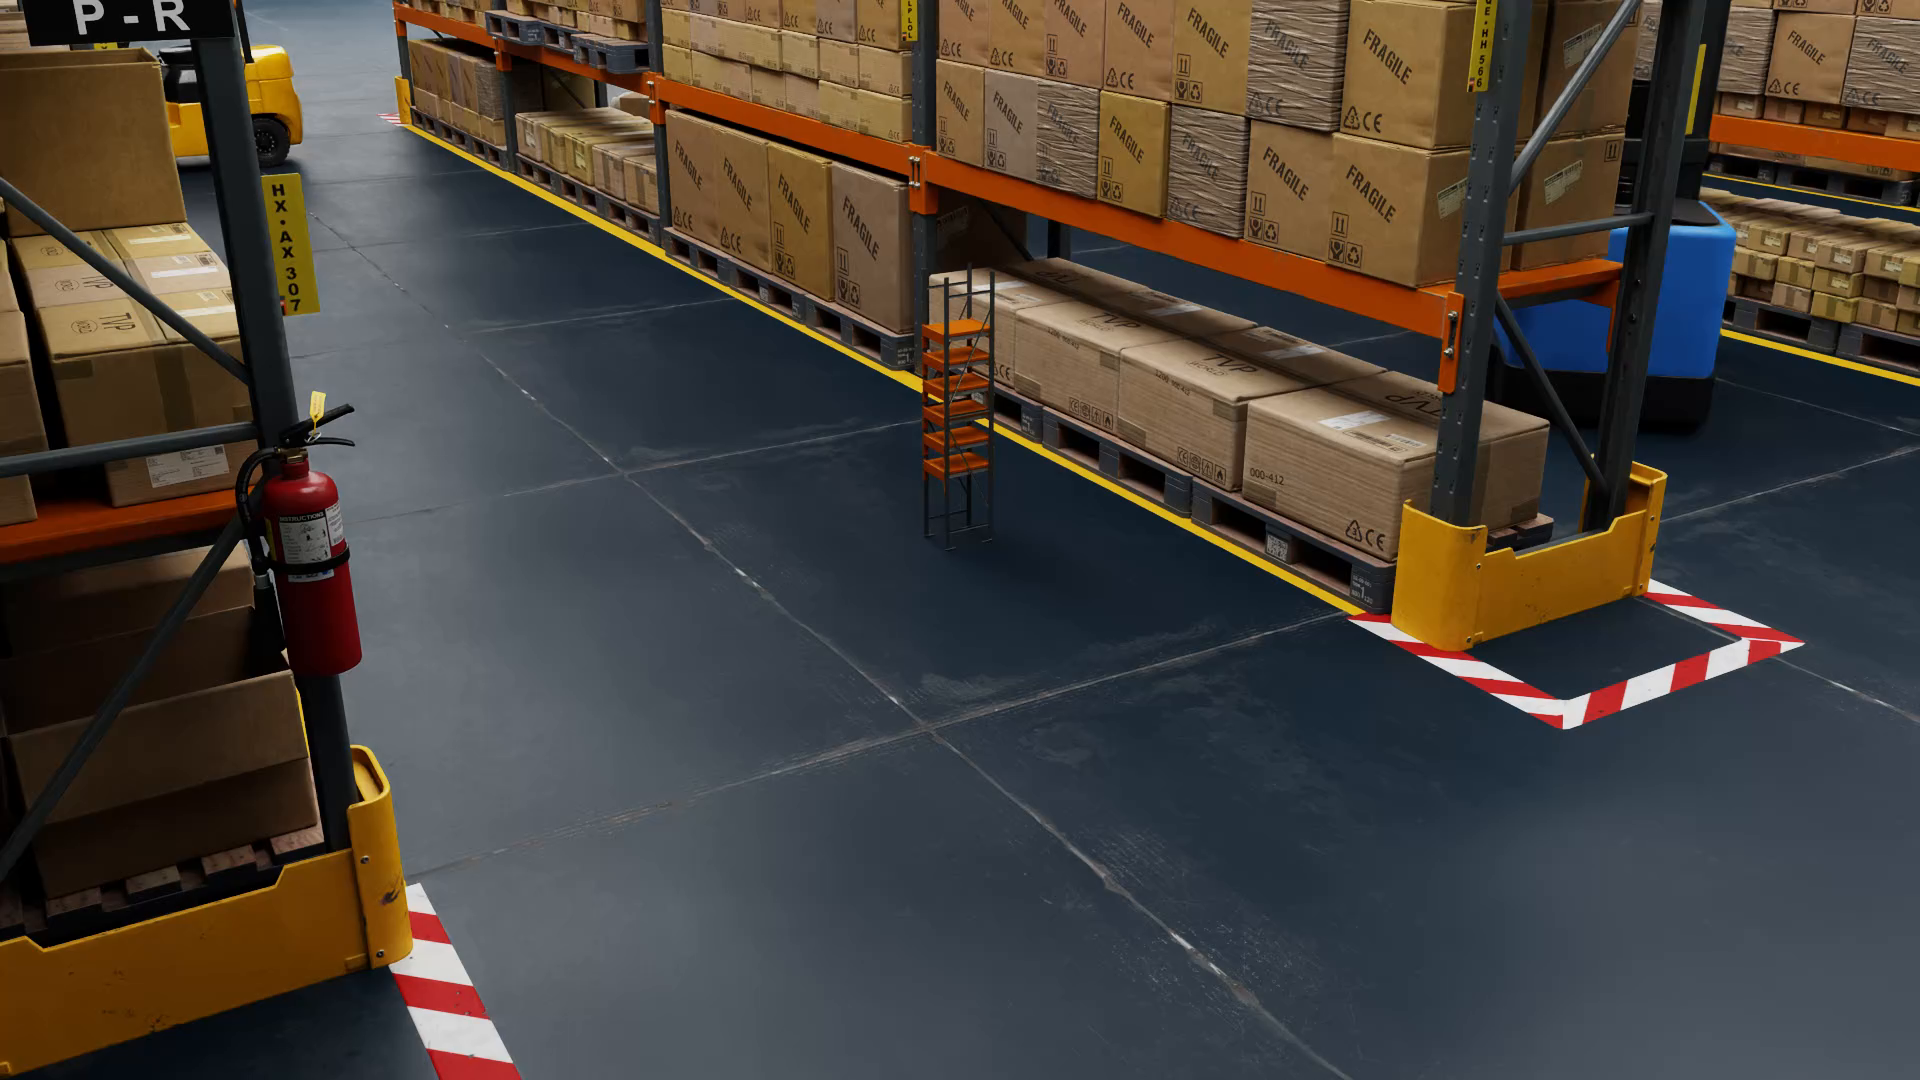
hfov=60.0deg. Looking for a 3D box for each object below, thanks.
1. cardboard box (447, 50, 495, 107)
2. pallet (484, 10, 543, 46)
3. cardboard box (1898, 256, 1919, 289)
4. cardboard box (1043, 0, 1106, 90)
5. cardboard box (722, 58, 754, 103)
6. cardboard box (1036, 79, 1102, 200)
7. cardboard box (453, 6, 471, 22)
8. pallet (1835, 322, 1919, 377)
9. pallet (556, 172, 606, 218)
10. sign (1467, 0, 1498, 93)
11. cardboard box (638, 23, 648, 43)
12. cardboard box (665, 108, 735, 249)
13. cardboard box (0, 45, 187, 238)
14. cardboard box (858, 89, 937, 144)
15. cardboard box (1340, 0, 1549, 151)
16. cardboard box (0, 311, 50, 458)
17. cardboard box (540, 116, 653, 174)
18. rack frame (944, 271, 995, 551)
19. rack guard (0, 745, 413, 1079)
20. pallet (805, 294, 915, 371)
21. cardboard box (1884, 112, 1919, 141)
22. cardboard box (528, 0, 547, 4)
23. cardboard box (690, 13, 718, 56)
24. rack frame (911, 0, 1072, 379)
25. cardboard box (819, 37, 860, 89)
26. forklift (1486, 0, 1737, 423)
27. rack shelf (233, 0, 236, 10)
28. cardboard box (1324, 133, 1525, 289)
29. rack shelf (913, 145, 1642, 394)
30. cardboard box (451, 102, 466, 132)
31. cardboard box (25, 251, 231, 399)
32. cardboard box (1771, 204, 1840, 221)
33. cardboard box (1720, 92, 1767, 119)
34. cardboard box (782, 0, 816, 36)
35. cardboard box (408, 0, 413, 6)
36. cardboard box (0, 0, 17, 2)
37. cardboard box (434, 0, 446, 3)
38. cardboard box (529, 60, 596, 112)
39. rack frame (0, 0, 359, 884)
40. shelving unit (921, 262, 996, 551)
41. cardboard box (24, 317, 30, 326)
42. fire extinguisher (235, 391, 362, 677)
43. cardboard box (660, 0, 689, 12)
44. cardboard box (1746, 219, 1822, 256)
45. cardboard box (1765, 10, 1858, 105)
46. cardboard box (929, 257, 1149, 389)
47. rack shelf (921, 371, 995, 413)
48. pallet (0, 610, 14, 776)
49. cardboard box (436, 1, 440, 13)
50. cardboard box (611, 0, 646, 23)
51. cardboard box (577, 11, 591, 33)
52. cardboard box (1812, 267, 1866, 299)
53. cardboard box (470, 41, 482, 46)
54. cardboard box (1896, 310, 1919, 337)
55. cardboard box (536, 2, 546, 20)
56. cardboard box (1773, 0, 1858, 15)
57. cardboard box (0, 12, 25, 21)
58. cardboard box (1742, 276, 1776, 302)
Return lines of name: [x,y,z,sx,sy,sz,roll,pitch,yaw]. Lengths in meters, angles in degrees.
cardboard box: [-4.947,-4.755,17.124,0.500,0.500,0.500,-11,25,-25]
pallet: [-3.625,-4.653,15.031,1.003,0.211,1.213,-13,25,-28]
cardboard box: [5.634,-1.542,9.559,0.380,0.149,0.250,-13,26,-29]
cardboard box: [0.736,-2.404,7.781,0.500,0.500,0.500,-12,25,-27]
cardboard box: [-1.273,-3.113,11.185,0.500,0.250,0.500,-12,25,-27]
cardboard box: [0.713,-1.946,7.983,0.500,0.500,0.500,-12,25,-28]
cardboard box: [-4.839,-5.275,16.639,0.380,0.149,0.250,-13,26,-29]
pallet: [6.020,-1.120,9.788,1.003,0.211,1.213,-13,25,-28]
pallet: [-2.864,-3.079,14.605,1.003,0.211,1.213,-13,25,-28]
sign: [1.766,-1.679,5.607,0.100,0.325,0.005,-13,25,-28]
cardboard box: [-2.217,-3.862,12.605,0.380,0.149,0.250,-12,25,-26]
cardboard box: [-1.566,-2.693,12.218,0.875,0.875,0.875,-13,25,-29]
cardboard box: [-2.793,-1.277,5.278,0.500,0.500,0.500,-12,25,-27]
cardboard box: [-0.250,-2.455,9.567,0.500,0.250,0.500,-13,26,-29]
cardboard box: [1.788,-1.753,6.179,0.500,0.500,0.500,-12,25,-27]
cardboard box: [-2.489,-0.343,3.976,0.500,0.250,0.500,-12,25,-27]
cardboard box: [-3.250,-3.593,15.101,0.950,0.372,0.625,-11,25,-25]
rack frame: [0.039,-0.531,7.024,0.240,1.200,0.006,-13,25,-28]
rack guard: [-2.065,0.956,4.295,1.175,0.500,0.348,-13,25,-28]
pallet: [-0.263,-1.371,10.405,1.003,0.211,1.213,-13,25,-28]
cardboard box: [5.538,-2.388,9.536,0.380,0.149,0.250,-14,26,-31]
cardboard box: [-3.401,-4.865,14.210,0.500,0.500,0.500,-13,25,-29]
cardboard box: [-1.538,-3.506,11.488,0.500,0.250,0.500,-12,25,-27]
rack frame: [0.196,-2.428,9.301,1.000,3.000,0.127,-13,25,-28]
cardboard box: [-0.500,-2.846,9.866,0.500,0.250,0.500,-12,25,-27]
forklift: [3.676,-2.489,9.542,1.130,2.935,3.031,4,23,11]
rack shelf: [-3.048,-1.881,4.927,1.077,0.370,4.000,-13,25,-28]
cardboard box: [1.765,-1.285,6.355,0.500,0.500,0.500,-12,25,-28]
rack shelf: [1.217,-1.447,7.844,1.077,0.370,4.000,-13,25,-28]
cardboard box: [-4.960,-4.414,17.281,0.500,0.250,0.500,-12,25,-27]
cardboard box: [-2.284,-0.607,4.626,0.500,0.250,0.500,-12,25,-28]
cardboard box: [5.535,-2.089,10.905,0.380,0.149,0.250,-14,26,-30]
cardboard box: [4.978,-2.725,10.365,0.380,0.149,0.250,-11,25,-26]
cardboard box: [-0.761,-3.368,10.152,0.500,0.500,0.500,-12,25,-27]
cardboard box: [-5.938,-6.046,18.537,0.380,0.149,0.250,-12,25,-28]
cardboard box: [-6.160,-3.360,10.599,0.380,0.149,0.250,-12,25,-27]
cardboard box: [-5.135,-5.795,17.057,0.500,0.500,0.500,-13,26,-29]
cardboard box: [-3.960,-4.529,16.567,0.500,0.500,0.500,-11,25,-26]
rack frame: [-2.026,-0.177,3.763,1.000,3.000,0.127,-13,25,-28]
shelving unit: [-0.007,-0.561,7.097,0.258,1.200,0.189,-13,25,-28]
cardboard box: [-3.083,-0.869,5.799,0.380,0.149,0.250,-12,25,-27]
fire extinguisher: [-1.554,-0.010,3.950,0.296,0.674,0.183,-13,25,-28]
cardboard box: [-1.806,-4.025,11.771,0.500,0.500,0.500,-14,26,-30]
cardboard box: [5.174,-1.900,10.440,0.380,0.149,0.250,-12,25,-28]
cardboard box: [5.220,-2.891,9.913,0.500,0.500,0.500,-11,25,-26]
cardboard box: [0.424,-1.212,9.153,0.875,0.438,0.875,-13,25,-29]
rack shelf: [-0.007,-0.631,7.069,0.258,0.103,0.180,-13,25,-28]
pallet: [-3.092,0.438,5.954,1.003,0.211,1.213,-13,25,-28]
cardboard box: [-5.294,-5.623,17.497,0.380,0.149,0.250,-12,25,-26]
cardboard box: [-2.319,-4.195,12.563,0.500,0.500,0.500,-13,26,-30]
cardboard box: [-2.858,-4.177,13.380,0.380,0.149,0.250,-12,25,-27]
cardboard box: [5.385,-1.578,10.045,0.380,0.149,0.250,-12,25,-27]
cardboard box: [-5.031,-5.203,18.227,0.500,0.500,0.500,-12,25,-26]
cardboard box: [5.715,-1.288,9.725,0.380,0.149,0.250,-13,25,-28]
cardboard box: [-3.454,-4.605,14.434,0.380,0.149,0.250,-12,25,-27]
cardboard box: [5.190,-3.367,9.755,0.500,0.500,0.500,-14,26,-30]
cardboard box: [-5.120,-2.516,8.824,0.797,0.503,0.637,-13,26,-29]
cardboard box: [5.207,-1.624,10.553,0.380,0.149,0.250,-12,25,-27]
